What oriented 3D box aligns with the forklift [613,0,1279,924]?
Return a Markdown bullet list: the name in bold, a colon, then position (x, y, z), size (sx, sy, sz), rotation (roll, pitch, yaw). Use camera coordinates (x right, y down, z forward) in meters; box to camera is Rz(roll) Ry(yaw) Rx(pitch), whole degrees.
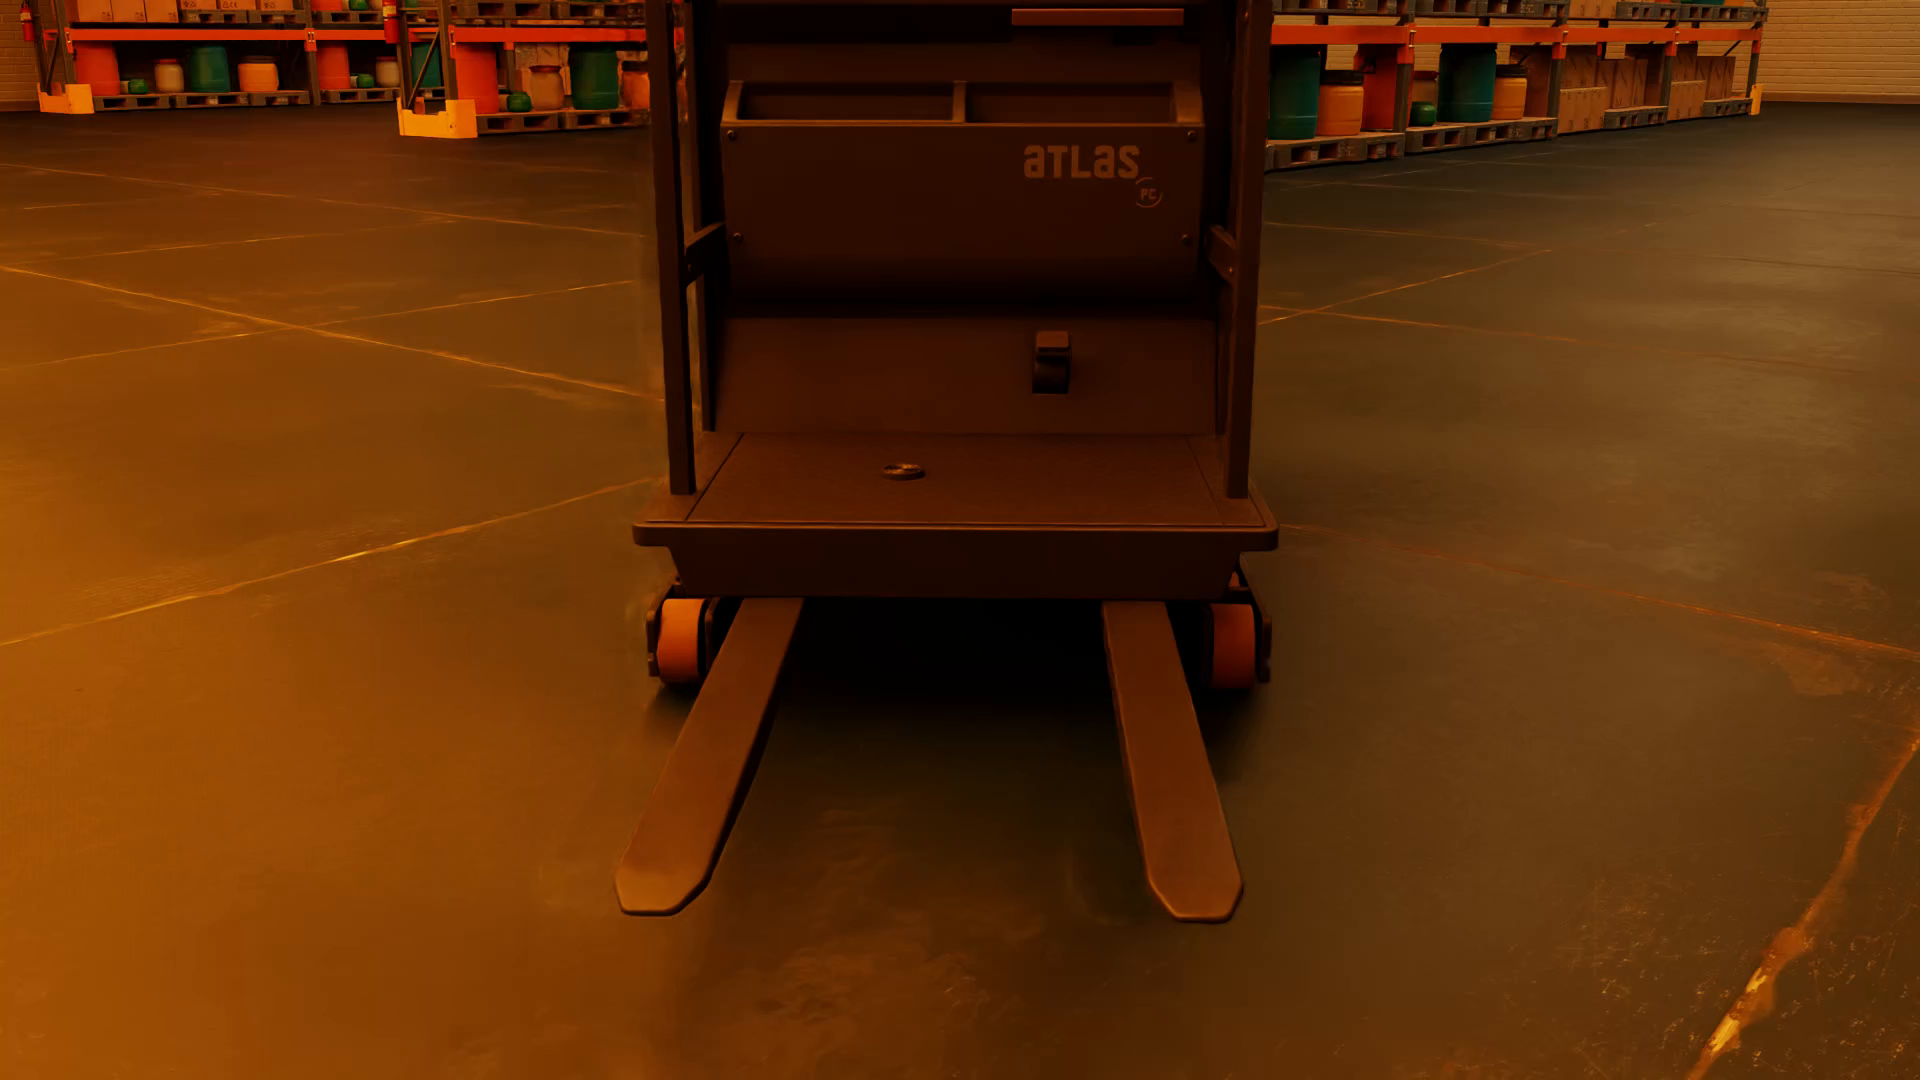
- **forklift**: position (0.002, -1.218, 2.909), size (1.130, 2.935, 3.031), rotation (0, 17, 2)
